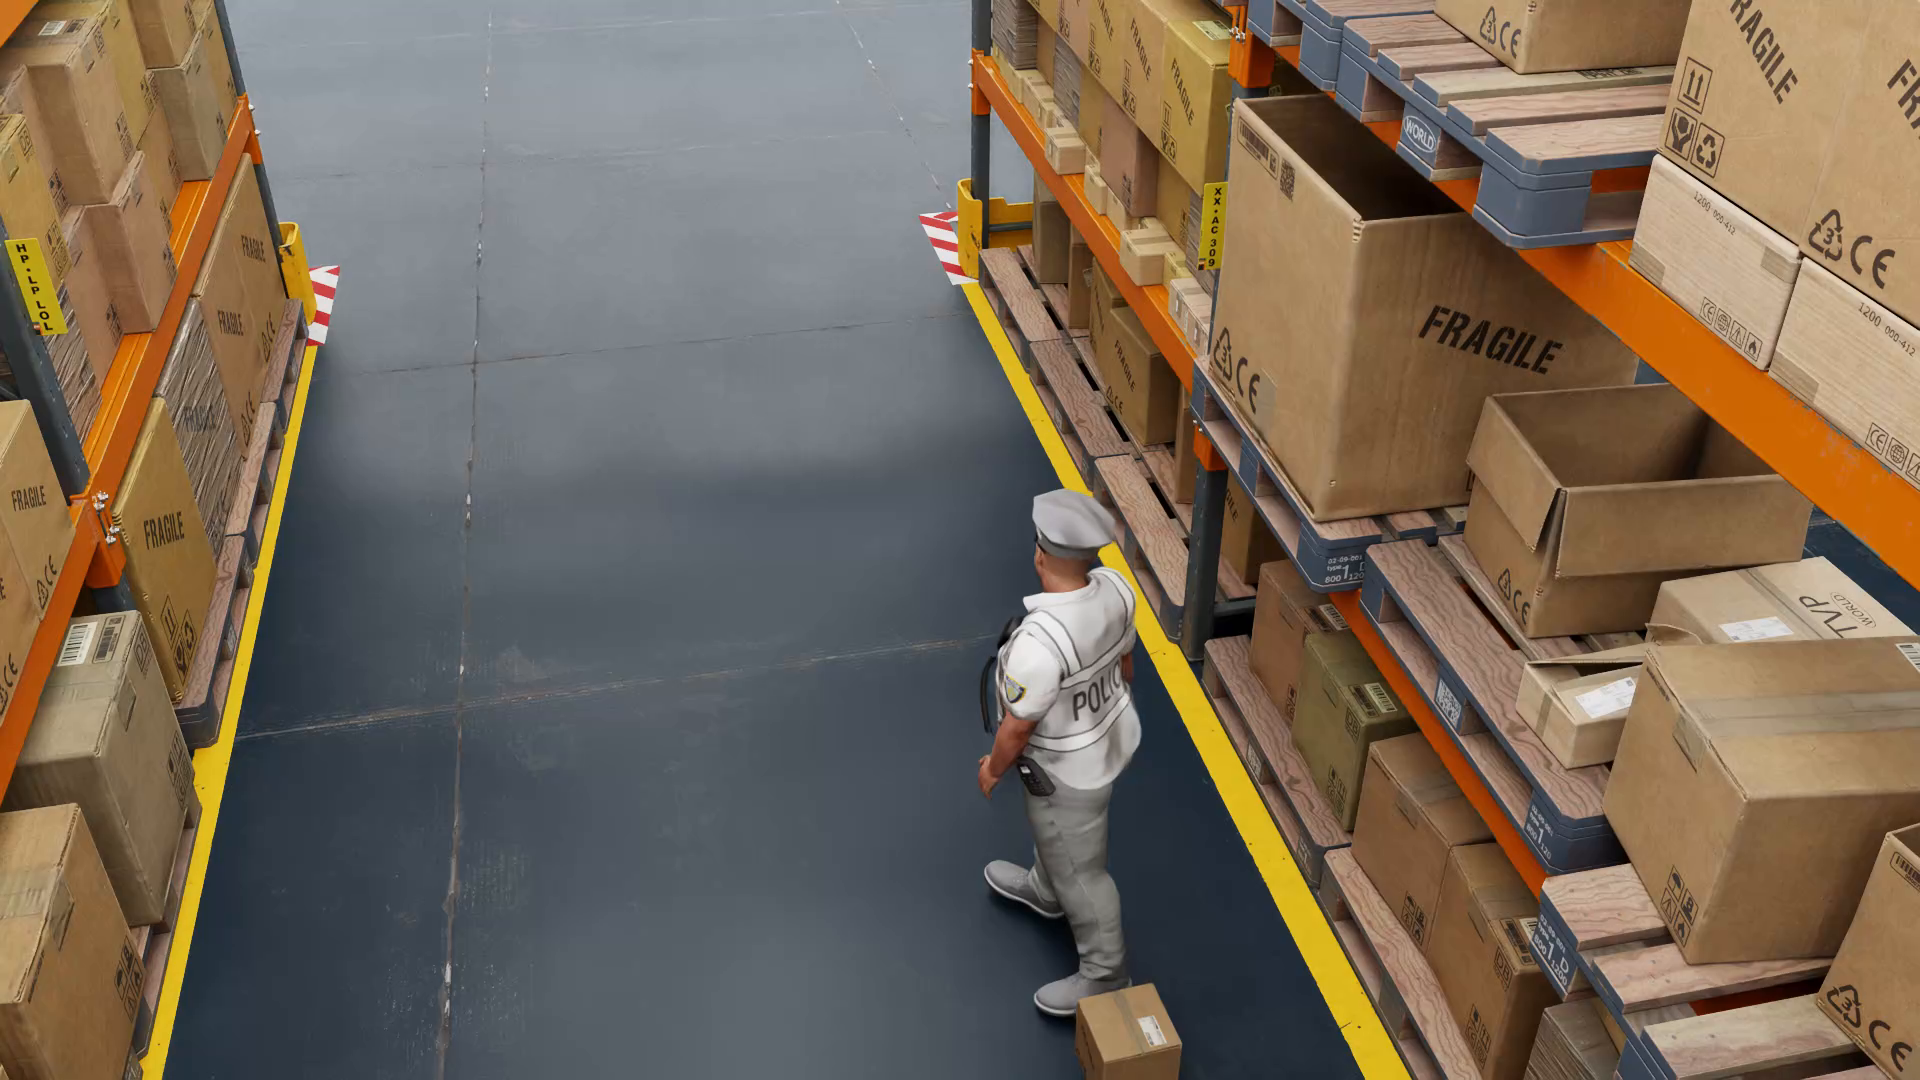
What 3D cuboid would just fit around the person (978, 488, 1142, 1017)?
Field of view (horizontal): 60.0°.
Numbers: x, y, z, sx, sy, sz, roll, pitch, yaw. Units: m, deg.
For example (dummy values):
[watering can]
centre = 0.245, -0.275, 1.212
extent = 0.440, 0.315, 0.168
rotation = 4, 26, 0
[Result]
[person]
centre = 0.311, 0.638, 5.163
extent = 0.668, 1.732, 0.610
rotation = 18, 38, 24
